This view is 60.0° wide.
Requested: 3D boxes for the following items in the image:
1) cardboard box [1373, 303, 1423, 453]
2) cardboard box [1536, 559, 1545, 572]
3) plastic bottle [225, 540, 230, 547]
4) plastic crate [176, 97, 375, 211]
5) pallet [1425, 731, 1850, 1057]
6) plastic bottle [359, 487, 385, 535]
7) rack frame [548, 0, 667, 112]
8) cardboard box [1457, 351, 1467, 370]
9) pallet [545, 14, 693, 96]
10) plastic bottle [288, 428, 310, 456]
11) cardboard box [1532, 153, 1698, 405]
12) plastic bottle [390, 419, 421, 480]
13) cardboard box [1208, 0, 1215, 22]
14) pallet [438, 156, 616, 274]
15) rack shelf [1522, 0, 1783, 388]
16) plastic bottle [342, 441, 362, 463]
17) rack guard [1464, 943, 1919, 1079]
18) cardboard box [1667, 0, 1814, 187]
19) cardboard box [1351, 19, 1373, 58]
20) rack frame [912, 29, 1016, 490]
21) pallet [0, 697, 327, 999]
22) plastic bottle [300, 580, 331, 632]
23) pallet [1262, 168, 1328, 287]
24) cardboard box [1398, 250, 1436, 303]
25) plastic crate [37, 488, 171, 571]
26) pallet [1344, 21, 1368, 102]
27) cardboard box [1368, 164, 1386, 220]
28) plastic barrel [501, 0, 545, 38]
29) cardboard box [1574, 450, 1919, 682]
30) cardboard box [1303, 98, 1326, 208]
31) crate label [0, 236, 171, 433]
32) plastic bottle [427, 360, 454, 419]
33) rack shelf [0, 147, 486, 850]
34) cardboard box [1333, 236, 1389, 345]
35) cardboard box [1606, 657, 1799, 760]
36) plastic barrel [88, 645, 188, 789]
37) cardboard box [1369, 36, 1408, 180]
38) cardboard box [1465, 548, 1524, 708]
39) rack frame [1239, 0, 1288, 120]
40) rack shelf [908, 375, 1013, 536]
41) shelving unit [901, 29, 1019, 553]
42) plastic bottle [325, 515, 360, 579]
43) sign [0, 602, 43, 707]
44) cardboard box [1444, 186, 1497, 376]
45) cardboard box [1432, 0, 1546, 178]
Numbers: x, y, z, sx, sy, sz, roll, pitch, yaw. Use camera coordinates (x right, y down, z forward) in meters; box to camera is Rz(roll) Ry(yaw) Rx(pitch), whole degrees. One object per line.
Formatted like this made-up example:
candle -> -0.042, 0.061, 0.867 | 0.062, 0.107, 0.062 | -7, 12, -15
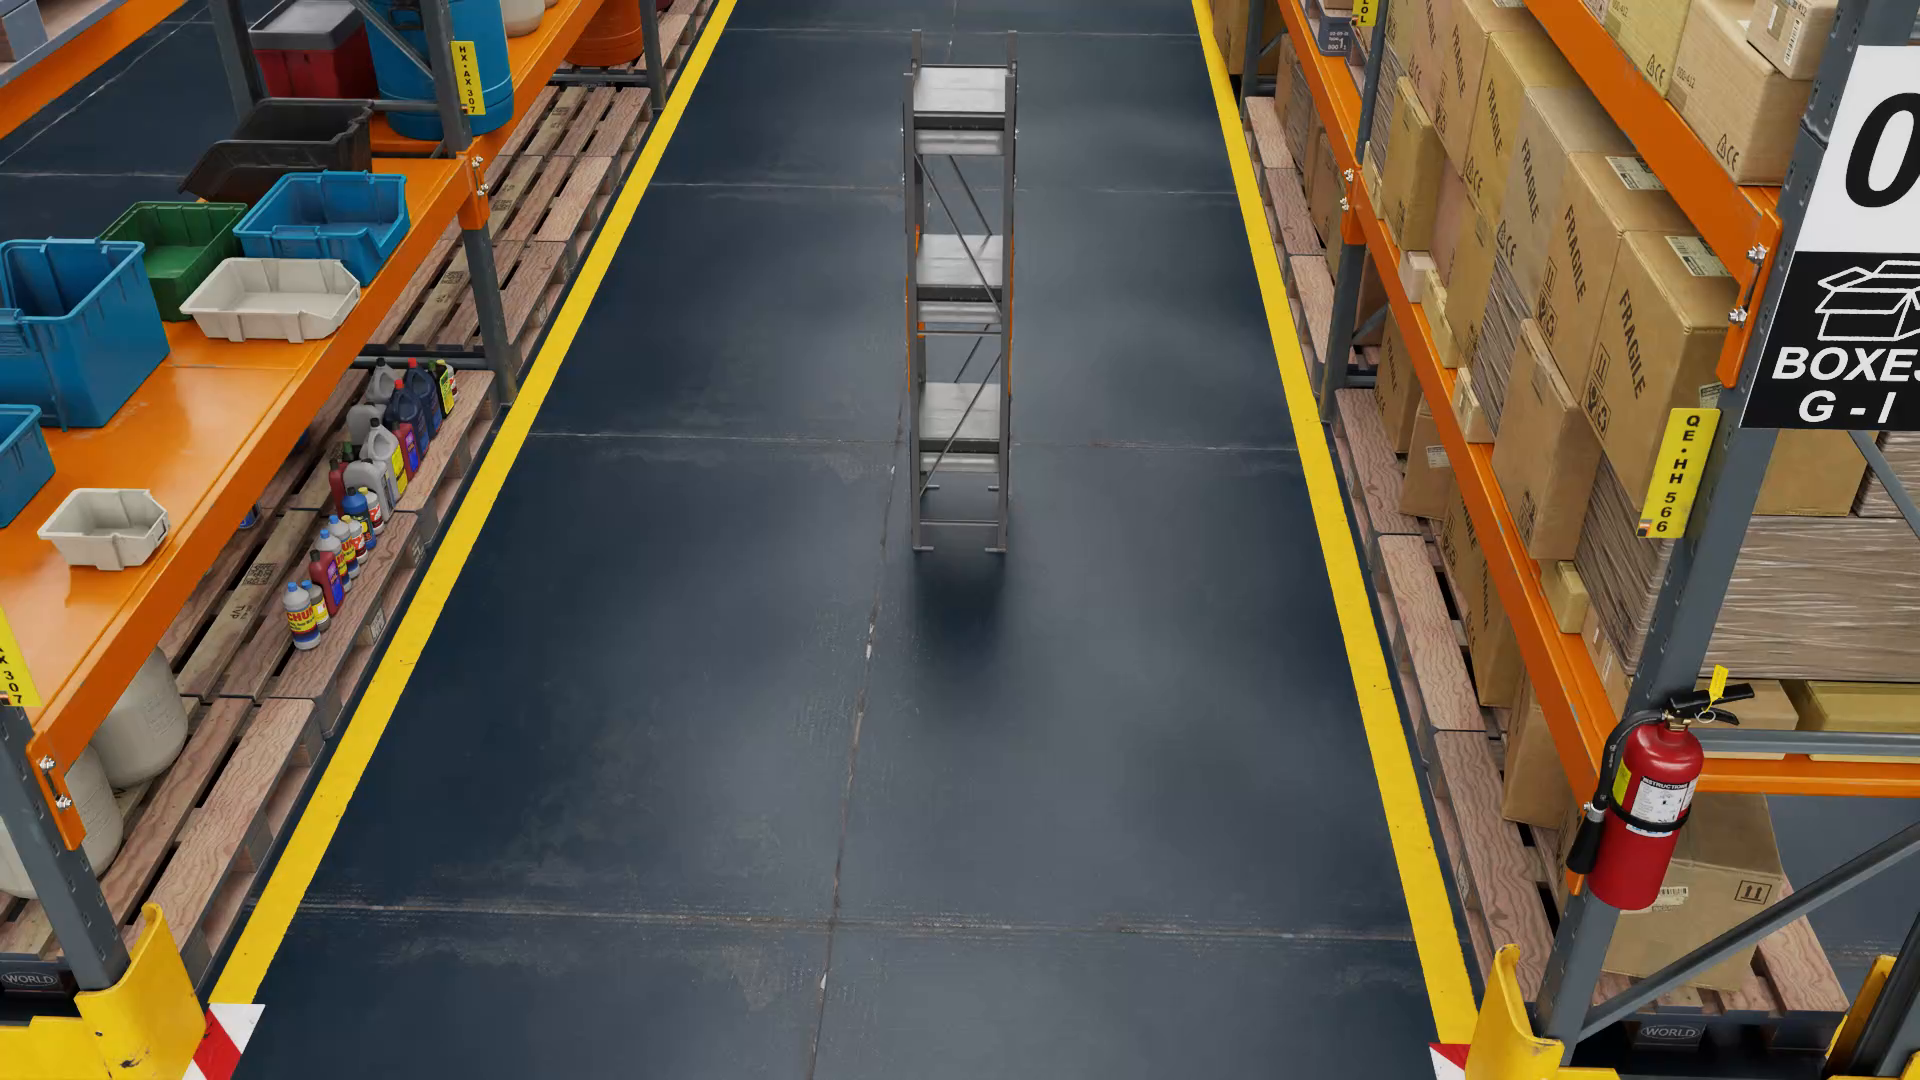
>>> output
cardboard box -> 2.193, -0.730, 7.489 | 0.500, 0.500, 0.500 | 0, 35, 0
cardboard box -> 1.888, -0.010, 4.873 | 0.380, 0.149, 0.250 | 1, 35, 2
plastic bottle -> -3.057, -0.068, 6.790 | 0.097, 0.201, 0.097 | 0, 35, 0
plastic crate -> -2.848, -1.601, 6.974 | 0.767, 0.338, 0.504 | 1, 35, 2
pallet -> 2.159, 1.119, 5.474 | 1.003, 0.211, 1.213 | 1, 35, 2
plastic bottle -> -2.447, -0.125, 6.871 | 0.097, 0.201, 0.097 | 0, 35, 0
rack frame -> -2.540, -4.223, 10.650 | 1.000, 3.000, 0.127 | 1, 35, 2
cardboard box -> 1.928, -0.584, 5.691 | 0.380, 0.149, 0.250 | 1, 35, 2
pallet -> -2.550, -3.536, 12.097 | 1.003, 0.211, 1.213 | 1, 35, 2
plastic bottle -> -3.003, -0.563, 7.364 | 0.144, 0.351, 0.185 | 1, 35, 2
cardboard box -> 1.878, -0.693, 4.412 | 0.500, 0.500, 0.500 | 1, 35, 2
plastic bottle -> -2.411, -0.412, 7.207 | 0.061, 0.283, 0.133 | 4, 35, 5
cardboard box -> 2.501, -4.319, 12.269 | 1.225, 0.875, 0.875 | 1, 35, 2
pallet -> -2.661, -1.939, 9.825 | 1.003, 0.211, 1.213 | 1, 35, 2
rack shelf -> 2.168, -1.594, 4.926 | 1.077, 0.370, 4.000 | 1, 35, 2
plastic bottle -> -2.562, -0.308, 7.060 | 0.061, 0.283, 0.133 | 1, 35, 2
rack guard -> 2.091, 1.467, 4.728 | 1.175, 0.500, 0.348 | 1, 35, 2
cardboard box -> 1.854, -0.961, 3.530 | 0.500, 0.250, 0.500 | 2, 35, 3
cardboard box -> 2.421, -2.681, 7.569 | 1.000, 1.000, 1.000 | 2, 35, 2
rack frame -> 0.016, -1.094, 6.981 | 0.400, 2.100, 0.015 | 1, 35, 2
pallet -> -2.867, 1.003, 5.639 | 1.003, 0.211, 1.213 | 1, 35, 2
plastic bottle -> -2.473, 0.244, 6.344 | 0.097, 0.201, 0.097 | 0, 35, 0
pallet -> 2.325, -1.819, 9.655 | 1.003, 0.211, 1.213 | 1, 35, 2
cardboard box -> 1.882, -1.017, 6.306 | 0.380, 0.149, 0.250 | 1, 35, 2
plastic crate -> -2.503, -0.025, 4.907 | 0.298, 0.136, 0.250 | 1, 35, 2
pallet -> 2.425, -2.167, 7.892 | 1.003, 0.211, 1.213 | 1, 35, 2
cardboard box -> 1.917, -1.448, 6.919 | 0.380, 0.149, 0.250 | 1, 35, 2
plastic barrel -> -2.413, -2.946, 8.715 | 0.433, 0.535, 0.433 | 0, 35, 0
cardboard box -> 2.138, 0.010, 4.281 | 0.875, 0.500, 0.500 | 1, 35, 2
cardboard box -> 2.377, -2.235, 9.613 | 0.700, 0.500, 0.500 | 4, 35, 6
crate label -> -3.057, -0.705, 5.613 | 0.502, 0.435, 0.616 | 1, 35, 2
plastic bottle -> -2.390, -0.709, 7.630 | 0.061, 0.283, 0.133 | 3, 35, 4
rack shelf -> -2.781, -0.481, 5.952 | 1.077, 0.370, 4.000 | 1, 35, 2
cardboard box -> 2.295, -1.320, 8.311 | 0.700, 0.500, 0.500 | -1, 35, -2
cardboard box -> 1.893, 0.422, 4.259 | 0.380, 0.149, 0.250 | 1, 35, 2
plastic barrel -> -2.891, 0.552, 5.655 | 0.421, 0.512, 0.421 | 0, 35, 0
cardboard box -> 2.169, -1.716, 6.737 | 0.875, 0.500, 0.500 | 1, 35, 2
cardboard box -> 2.164, 0.277, 6.056 | 0.500, 0.500, 0.500 | 4, 35, 6
rack frame -> 2.409, -4.108, 10.487 | 1.000, 3.000, 0.127 | 1, 35, 2
rack shelf -> 0.007, -0.370, 7.192 | 0.431, 0.518, 0.480 | 1, 35, 2
shelving unit -> 0.007, -0.954, 6.782 | 0.431, 2.100, 0.503 | 1, 35, 2
plastic bottle -> -2.459, 0.021, 6.602 | 0.097, 0.271, 0.097 | 0, 35, 0
sign -> -2.311, 0.275, 4.009 | 0.100, 0.325, 0.005 | 1, 35, 2
cardboard box -> 2.133, -0.853, 5.510 | 0.875, 0.500, 0.500 | 1, 35, 2
cardboard box -> 1.937, -1.555, 5.638 | 0.500, 0.500, 0.500 | 1, 35, 2
